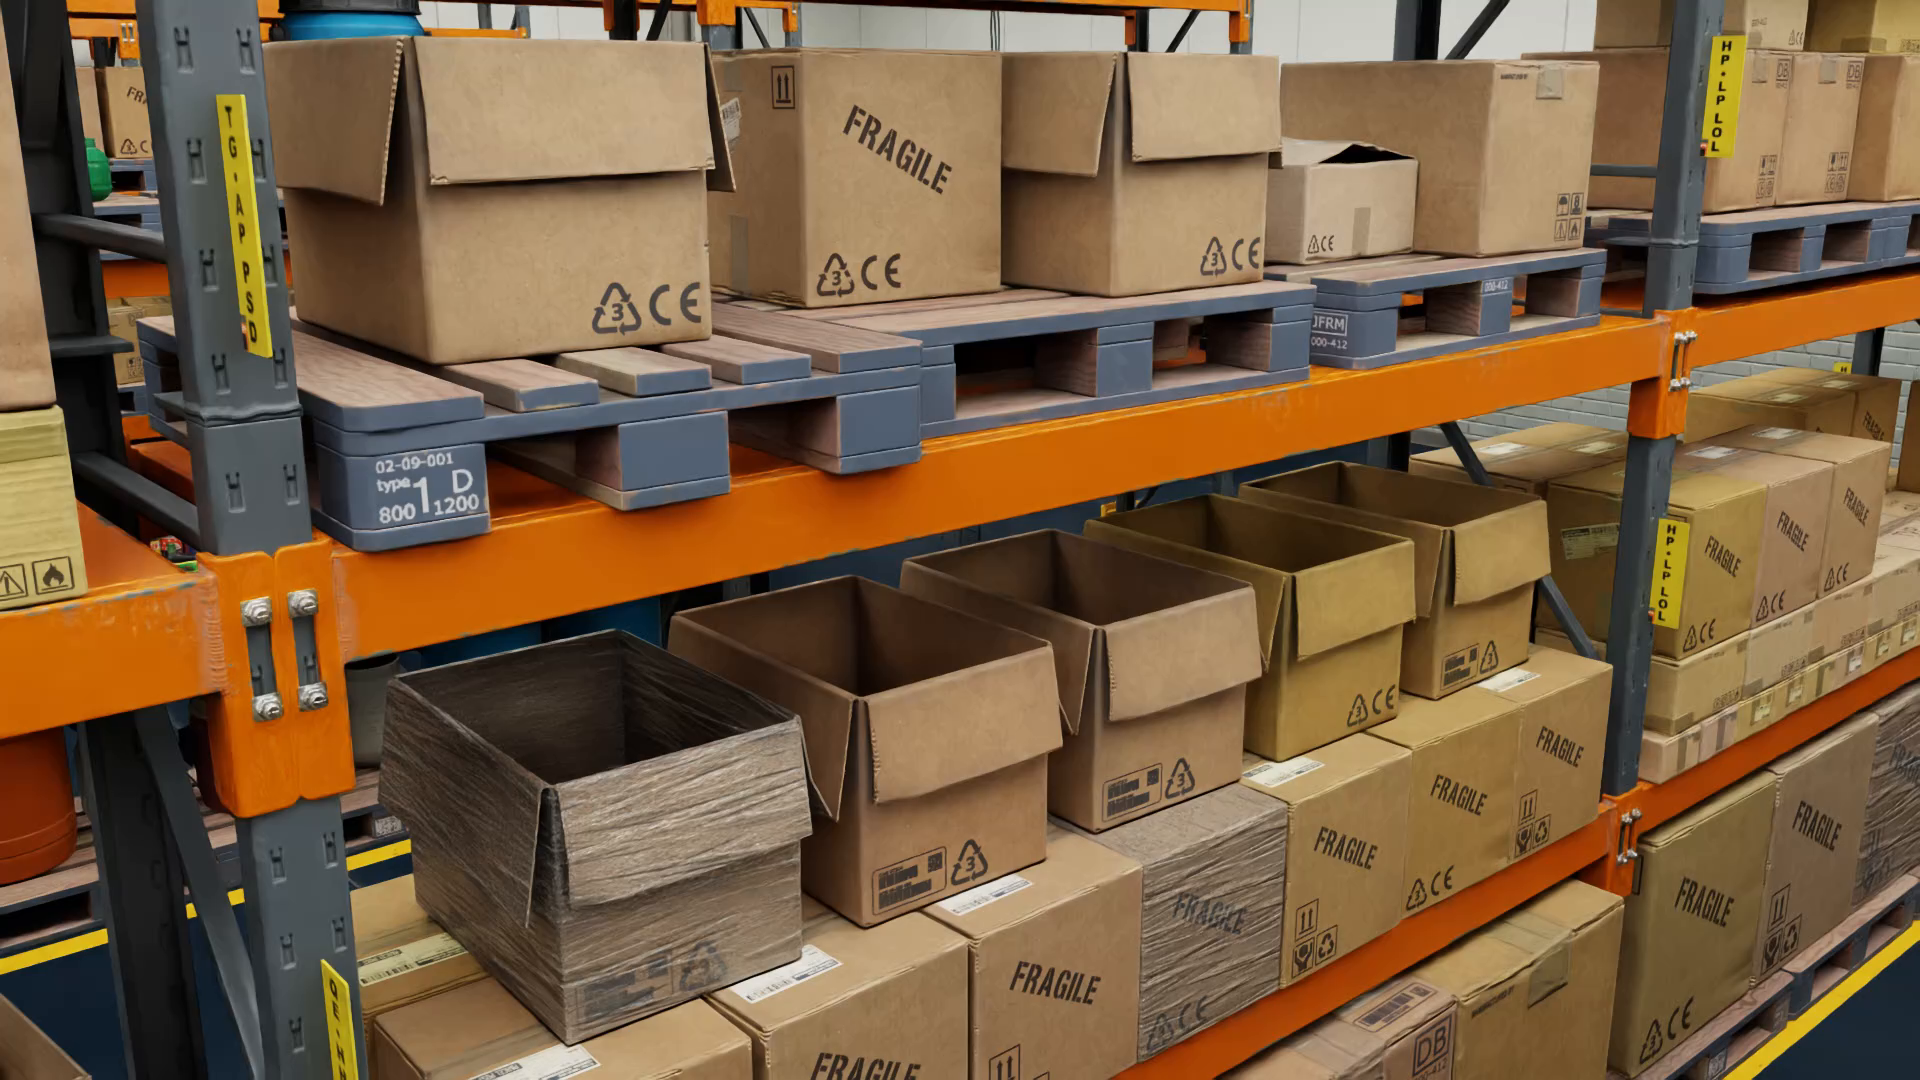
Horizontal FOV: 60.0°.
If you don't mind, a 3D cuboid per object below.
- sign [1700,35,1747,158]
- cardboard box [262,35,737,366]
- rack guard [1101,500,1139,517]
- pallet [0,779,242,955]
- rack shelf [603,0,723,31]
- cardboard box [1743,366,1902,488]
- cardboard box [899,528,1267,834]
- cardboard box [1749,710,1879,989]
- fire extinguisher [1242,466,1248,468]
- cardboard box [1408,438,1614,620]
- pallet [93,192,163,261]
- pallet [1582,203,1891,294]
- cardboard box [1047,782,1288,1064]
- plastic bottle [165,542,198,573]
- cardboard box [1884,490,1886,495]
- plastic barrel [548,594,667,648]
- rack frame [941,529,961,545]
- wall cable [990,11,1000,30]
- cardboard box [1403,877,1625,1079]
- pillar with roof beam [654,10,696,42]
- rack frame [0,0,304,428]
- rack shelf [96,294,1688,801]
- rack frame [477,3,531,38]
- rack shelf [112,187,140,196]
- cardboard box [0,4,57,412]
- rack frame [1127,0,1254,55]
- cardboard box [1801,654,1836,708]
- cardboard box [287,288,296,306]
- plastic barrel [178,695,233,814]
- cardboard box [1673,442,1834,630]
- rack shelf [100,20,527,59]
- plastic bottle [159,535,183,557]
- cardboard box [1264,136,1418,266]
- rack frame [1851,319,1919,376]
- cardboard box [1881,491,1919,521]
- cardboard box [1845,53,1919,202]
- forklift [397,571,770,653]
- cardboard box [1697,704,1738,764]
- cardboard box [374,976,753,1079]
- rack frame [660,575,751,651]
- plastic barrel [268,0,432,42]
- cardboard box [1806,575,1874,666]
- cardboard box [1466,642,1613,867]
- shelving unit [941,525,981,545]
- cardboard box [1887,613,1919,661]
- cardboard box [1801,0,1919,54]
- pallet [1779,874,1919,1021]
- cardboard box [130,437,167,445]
[{"bbox_3d":[2.116,-1.230,4.617,0.005,0.325,0.100,-13,19,-39],"label":"sign"},{"bbox_3d":[-0.852,-0.624,2.949,0.637,0.503,0.797,-11,19,-36],"label":"cardboard box"},{"bbox_3d":[1.528,0.076,11.995,0.348,0.500,1.175,-13,19,-39],"label":"rack guard"},{"bbox_3d":[-3.949,1.436,7.464,1.213,0.211,1.003,-13,19,-39],"label":"pallet"},{"bbox_3d":[-3.008,-2.466,7.213,4.000,0.370,1.077,-13,19,-39],"label":"rack shelf"},{"bbox_3d":[3.853,-0.480,7.497,0.500,0.500,0.500,-13,20,-41],"label":"cardboard box"},{"bbox_3d":[0.292,0.316,4.115,0.637,0.503,0.797,-12,19,-38],"label":"cardboard box"},{"bbox_3d":[2.982,1.092,6.652,0.875,0.875,0.875,-13,19,-39],"label":"cardboard box"},{"bbox_3d":[1.931,-0.844,11.470,0.183,0.674,0.296,-13,19,-39],"label":"fire extinguisher"},{"bbox_3d":[1.923,-0.046,5.872,0.500,0.500,0.500,-12,19,-38],"label":"cardboard box"},{"bbox_3d":[-3.875,-1.238,6.625,1.213,0.211,1.003,-13,19,-39],"label":"pallet"},{"bbox_3d":[2.376,-1.026,5.637,1.213,0.211,1.003,-13,19,-39],"label":"pallet"},{"bbox_3d":[0.430,0.858,4.033,0.500,0.500,0.500,-13,19,-39],"label":"cardboard box"},{"bbox_3d":[-3.324,0.145,7.120,0.133,0.283,0.061,-13,19,-39],"label":"plastic bottle"},{"bbox_3d":[3.843,-0.114,7.577,0.500,0.250,0.500,-13,20,-40],"label":"cardboard box"},{"bbox_3d":[-1.921,0.453,8.995,0.708,0.901,0.600,-13,19,-39],"label":"plastic barrel"},{"bbox_3d":[-0.071,-0.419,13.075,0.006,0.900,0.240,-13,20,-39],"label":"rack frame"},{"bbox_3d":[1.292,-7.253,19.198,0.112,2.526,3.097,-13,19,-39],"label":"wall cable"},{"bbox_3d":[1.283,1.453,5.301,0.875,0.875,1.225,-13,19,-39],"label":"cardboard box"},{"bbox_3d":[-0.690,-5.739,17.299,0.400,9.000,9.100,-13,19,-39],"label":"pillar with roof beam"},{"bbox_3d":[-1.265,-1.704,2.190,0.127,3.000,1.000,-13,19,-39],"label":"rack frame"},{"bbox_3d":[0.243,-0.246,3.938,4.000,0.370,1.077,-13,19,-39],"label":"rack shelf"},{"bbox_3d":[-4.985,-5.952,18.094,0.127,3.000,1.000,-13,19,-39],"label":"rack frame"},{"bbox_3d":[-6.257,-2.175,11.161,4.000,0.370,1.077,-13,19,-39],"label":"rack shelf"},{"bbox_3d":[-1.461,-0.415,2.015,0.500,0.500,0.500,-12,19,-38],"label":"cardboard box"},{"bbox_3d":[1.518,-4.023,10.874,0.127,3.000,1.000,-13,19,-39],"label":"rack frame"},{"bbox_3d":[2.980,0.476,6.143,0.250,0.149,0.380,-13,20,-40],"label":"cardboard box"},{"bbox_3d":[-5.252,-1.626,12.519,0.700,0.500,0.500,8,17,28],"label":"cardboard box"},{"bbox_3d":[-3.307,0.915,7.870,0.708,0.588,0.600,-13,19,-39],"label":"plastic barrel"},{"bbox_3d":[2.658,-0.030,5.809,0.500,0.500,0.500,-13,19,-39],"label":"cardboard box"},{"bbox_3d":[-6.494,-5.072,16.970,4.000,0.370,1.077,-13,19,-39],"label":"rack shelf"},{"bbox_3d":[-3.704,0.004,7.806,0.097,0.201,0.097,0,15,0],"label":"plastic bottle"},{"bbox_3d":[0.866,-0.923,4.441,0.500,0.311,0.500,-14,20,-41],"label":"cardboard box"},{"bbox_3d":[4.770,-0.160,8.038,0.127,3.000,1.000,-13,19,-39],"label":"rack frame"},{"bbox_3d":[4.195,-0.012,7.197,0.500,0.250,0.500,-13,20,-40],"label":"cardboard box"},{"bbox_3d":[3.199,-1.527,6.140,0.500,0.500,0.700,-12,19,-37],"label":"cardboard box"},{"bbox_3d":[-2.770,-0.811,10.605,3.031,2.935,1.130,-12,19,-39],"label":"forklift"},{"bbox_3d":[2.392,0.609,5.645,0.250,0.149,0.380,-14,20,-41],"label":"cardboard box"},{"bbox_3d":[-0.720,1.117,3.061,0.500,0.500,0.500,-12,19,-38],"label":"cardboard box"},{"bbox_3d":[-1.499,-0.447,9.111,0.127,3.000,1.000,-13,19,-39],"label":"rack frame"},{"bbox_3d":[-2.686,-2.022,7.411,0.708,0.901,0.600,-13,19,-39],"label":"plastic barrel"},{"bbox_3d":[3.044,0.245,6.234,0.500,0.250,0.500,-12,19,-38],"label":"cardboard box"},{"bbox_3d":[1.579,0.601,4.993,0.500,0.500,0.500,-13,19,-39],"label":"cardboard box"},{"bbox_3d":[0.006,-0.436,13.139,0.210,0.900,0.258,-13,20,-39],"label":"shelving unit"},{"bbox_3d":[3.564,0.344,6.635,0.250,0.149,0.380,-12,19,-38],"label":"cardboard box"},{"bbox_3d":[3.239,-1.931,6.200,0.500,0.250,0.500,-13,20,-41],"label":"cardboard box"},{"bbox_3d":[3.298,1.543,7.064,1.213,0.211,1.003,-13,19,-39],"label":"pallet"},{"bbox_3d":[-6.027,-0.575,12.129,0.500,0.250,0.500,-13,19,-39],"label":"cardboard box"}]
